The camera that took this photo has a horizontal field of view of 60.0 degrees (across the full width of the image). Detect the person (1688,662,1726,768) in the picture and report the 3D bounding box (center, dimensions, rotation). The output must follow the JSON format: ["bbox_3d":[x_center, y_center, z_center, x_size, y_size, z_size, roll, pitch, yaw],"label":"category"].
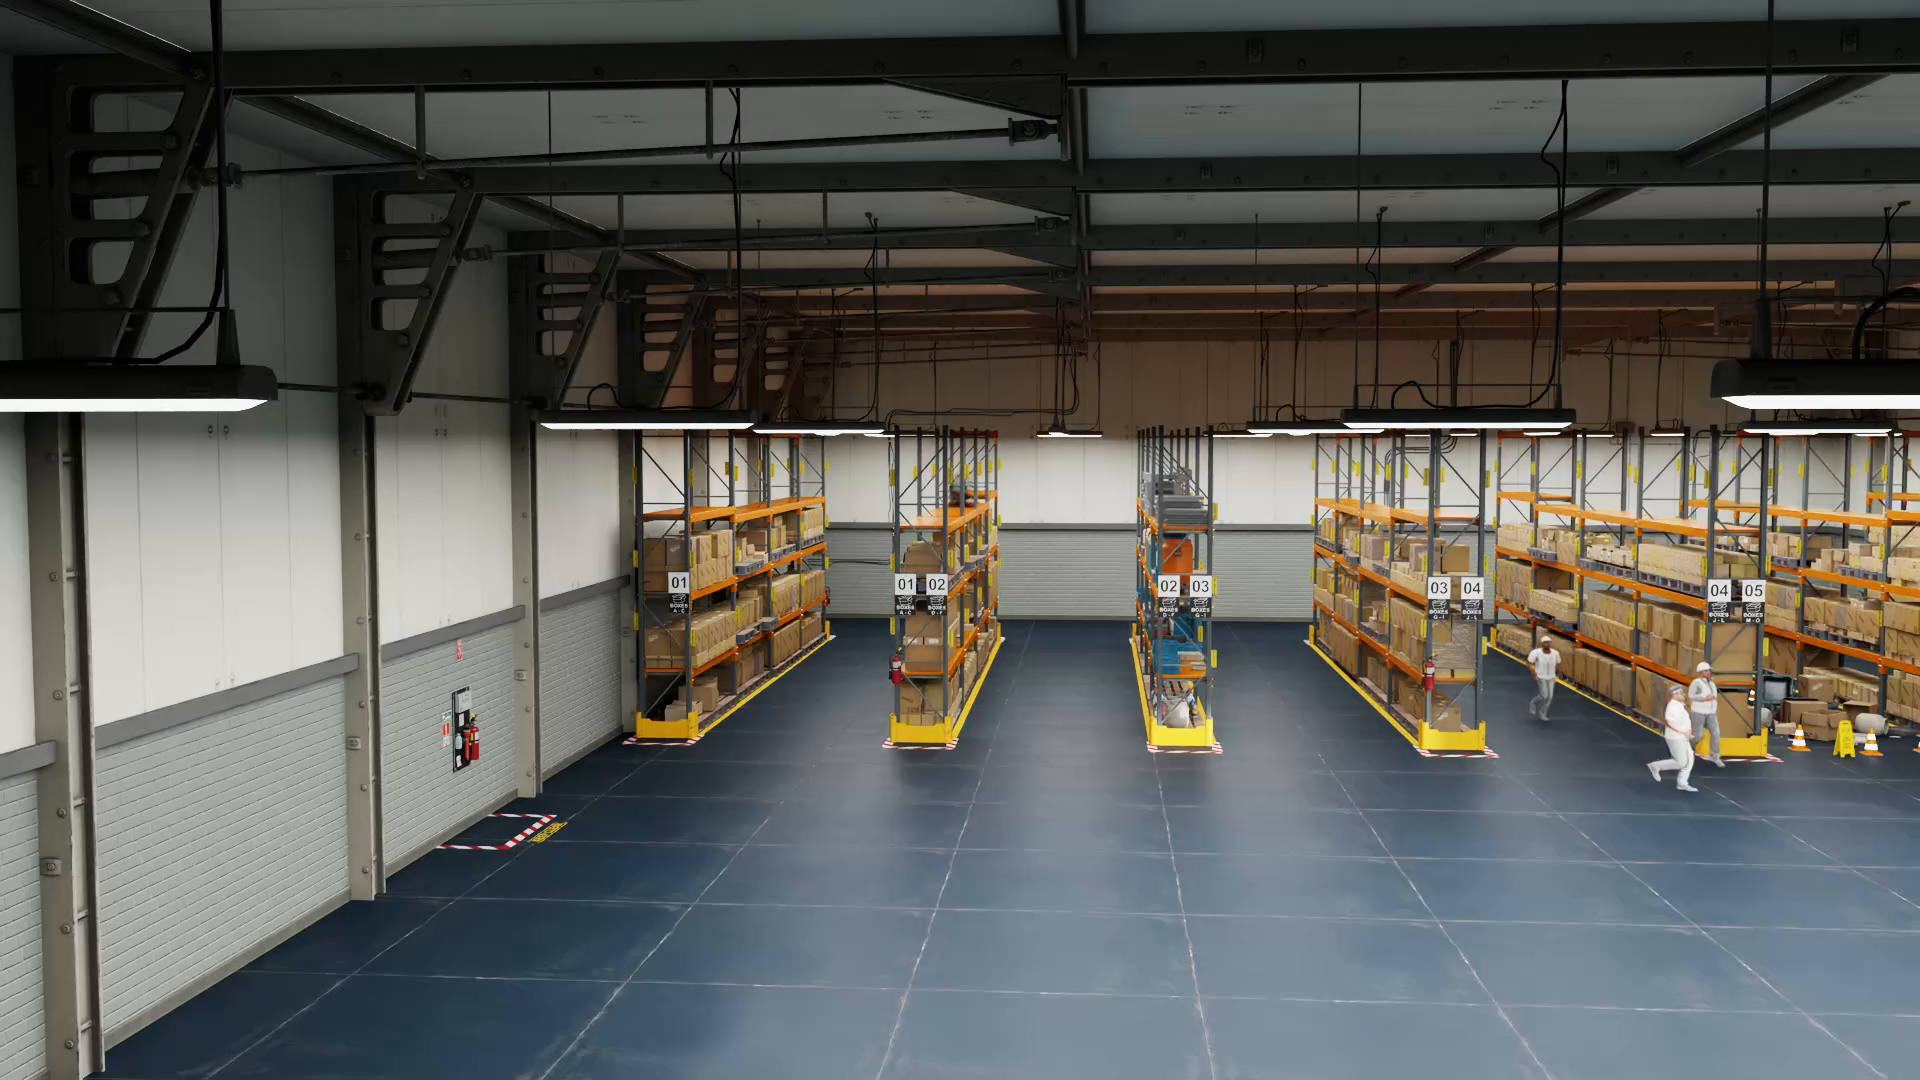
[{"bbox_3d":[13.111,3.066,29.350,0.666,1.820,0.825,-1,4,-22],"label":"person"}]

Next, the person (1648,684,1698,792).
[{"bbox_3d":[11.686,3.224,27.203,0.752,1.752,0.663,2,4,31],"label":"person"}]

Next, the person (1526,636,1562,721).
[{"bbox_3d":[11.969,2.821,33.971,0.687,1.731,0.618,0,3,-5],"label":"person"}]
